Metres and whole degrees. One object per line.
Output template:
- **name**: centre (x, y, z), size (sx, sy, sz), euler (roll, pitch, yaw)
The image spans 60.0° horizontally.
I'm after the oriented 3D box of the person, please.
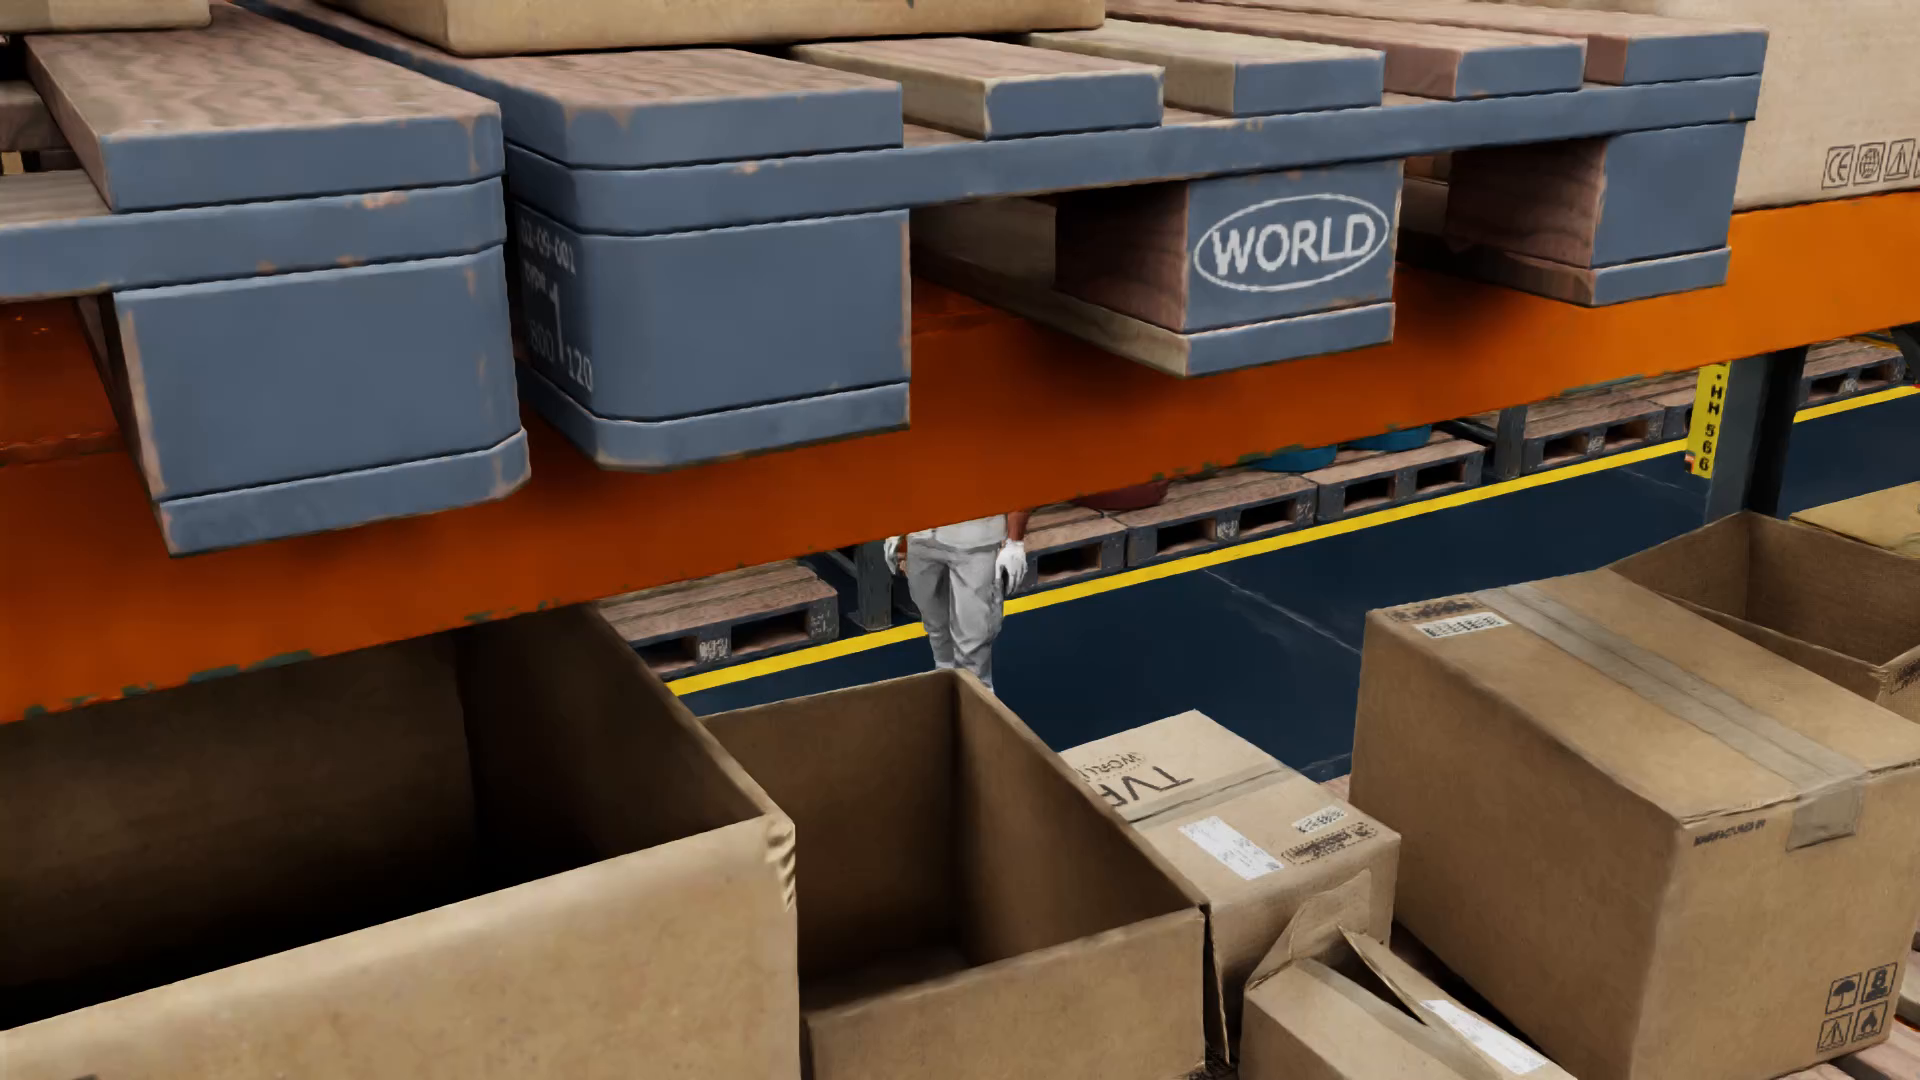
- **person**: centre (-0.024, 0.012, 6.016), size (0.549, 1.787, 0.538), euler (12, 25, 28)
